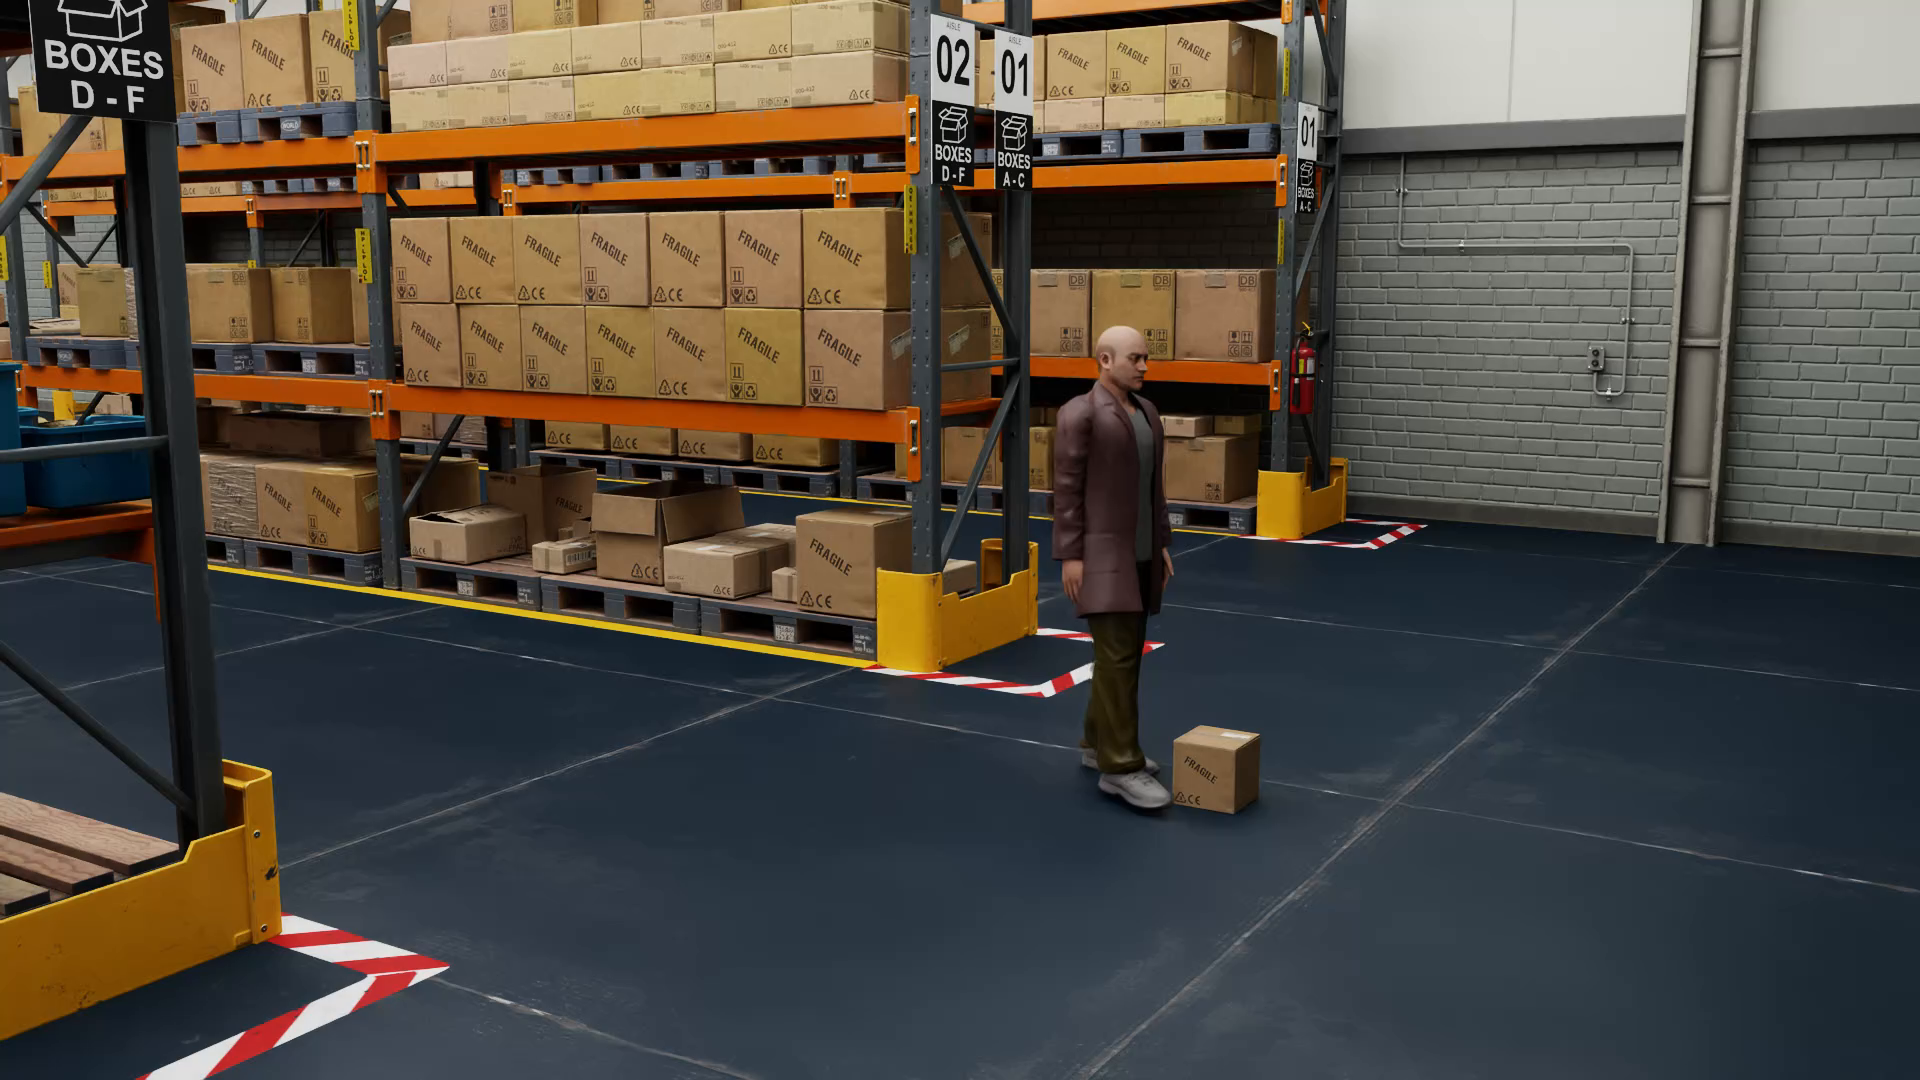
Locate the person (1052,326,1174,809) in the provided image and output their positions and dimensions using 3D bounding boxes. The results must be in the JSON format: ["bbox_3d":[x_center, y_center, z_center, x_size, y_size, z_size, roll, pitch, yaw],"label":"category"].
[{"bbox_3d":[0.701,0.075,6.388,0.650,1.776,0.599,8,12,41],"label":"person"}]
